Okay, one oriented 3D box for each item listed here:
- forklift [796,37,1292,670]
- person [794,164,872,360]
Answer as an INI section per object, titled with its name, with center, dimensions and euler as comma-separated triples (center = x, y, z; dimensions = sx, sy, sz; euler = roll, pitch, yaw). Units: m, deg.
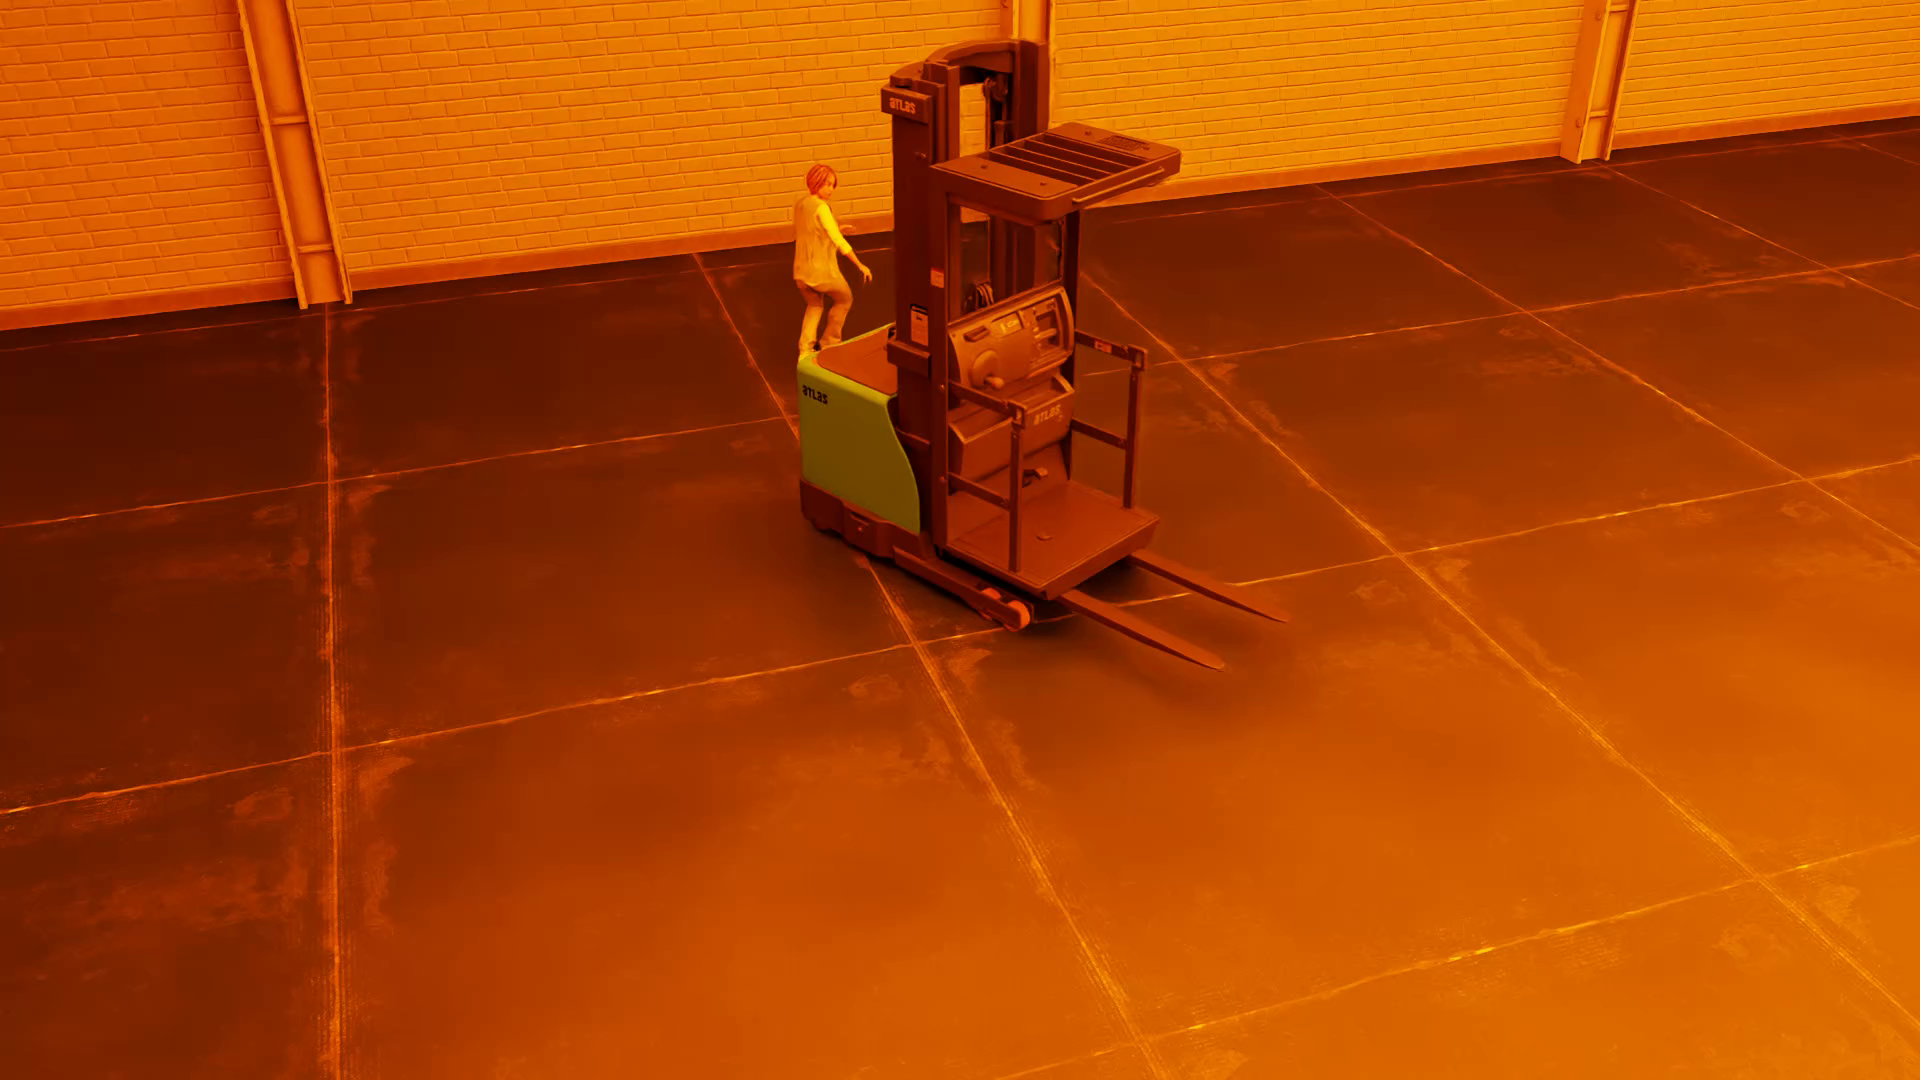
[forklift]
center = 0.443, -1.061, 8.931
dimensions = 3.031, 2.935, 1.130
euler = 25, 38, 37
[person]
center = -0.891, -1.958, 11.966
dimensions = 0.745, 1.478, 0.770
euler = 21, 36, 32
